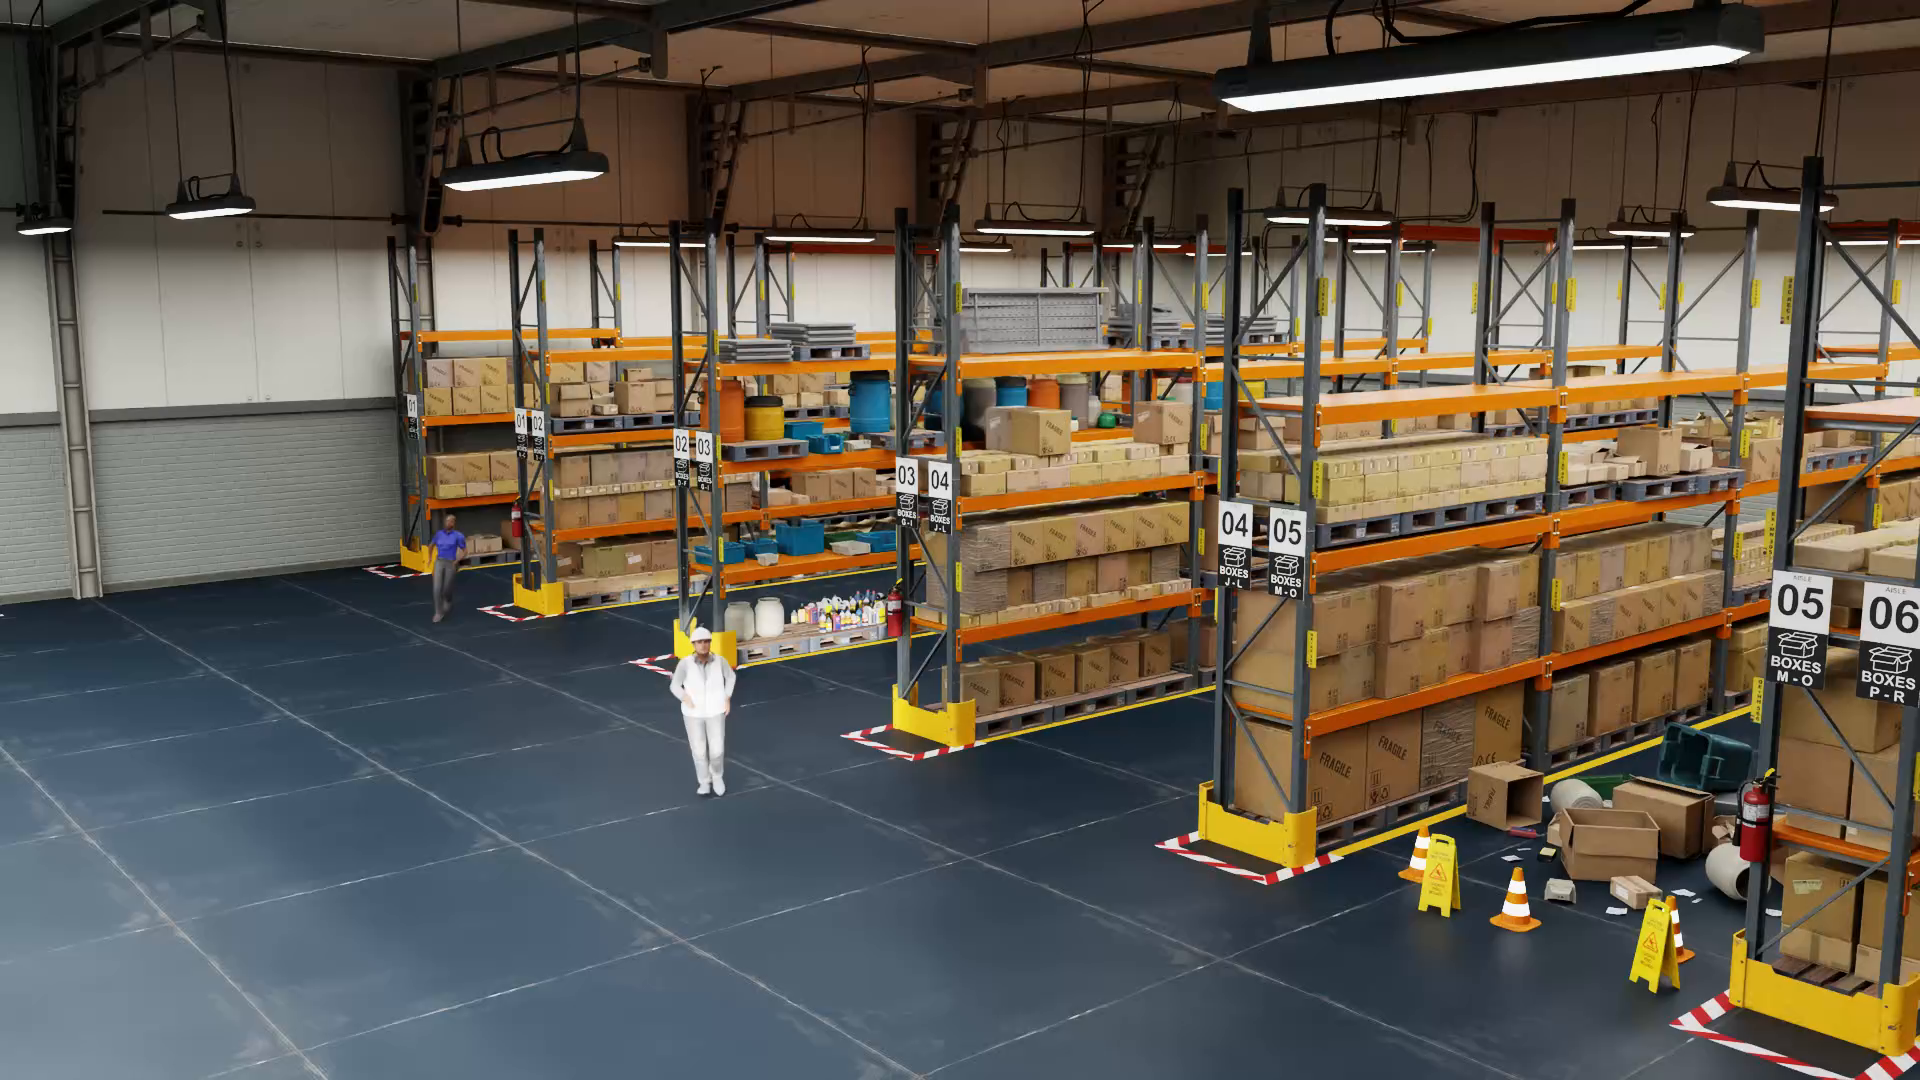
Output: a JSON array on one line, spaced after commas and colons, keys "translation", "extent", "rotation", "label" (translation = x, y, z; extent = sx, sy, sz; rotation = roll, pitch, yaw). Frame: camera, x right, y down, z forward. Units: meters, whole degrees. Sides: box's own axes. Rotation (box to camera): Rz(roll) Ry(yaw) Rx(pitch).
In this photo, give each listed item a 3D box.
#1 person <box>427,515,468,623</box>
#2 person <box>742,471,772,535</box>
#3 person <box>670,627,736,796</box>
[{"translation": [-7.960, 0.424, 25.812], "extent": [0.622, 1.631, 0.681], "rotation": [0, 9, 0], "label": "person"}, {"translation": [-3.931, -0.661, 32.246], "extent": [0.682, 1.841, 0.801], "rotation": [8, 12, 42], "label": "person"}, {"translation": [-2.575, 1.743, 16.730], "extent": [0.662, 1.745, 0.638], "rotation": [-1, 9, -9], "label": "person"}]
